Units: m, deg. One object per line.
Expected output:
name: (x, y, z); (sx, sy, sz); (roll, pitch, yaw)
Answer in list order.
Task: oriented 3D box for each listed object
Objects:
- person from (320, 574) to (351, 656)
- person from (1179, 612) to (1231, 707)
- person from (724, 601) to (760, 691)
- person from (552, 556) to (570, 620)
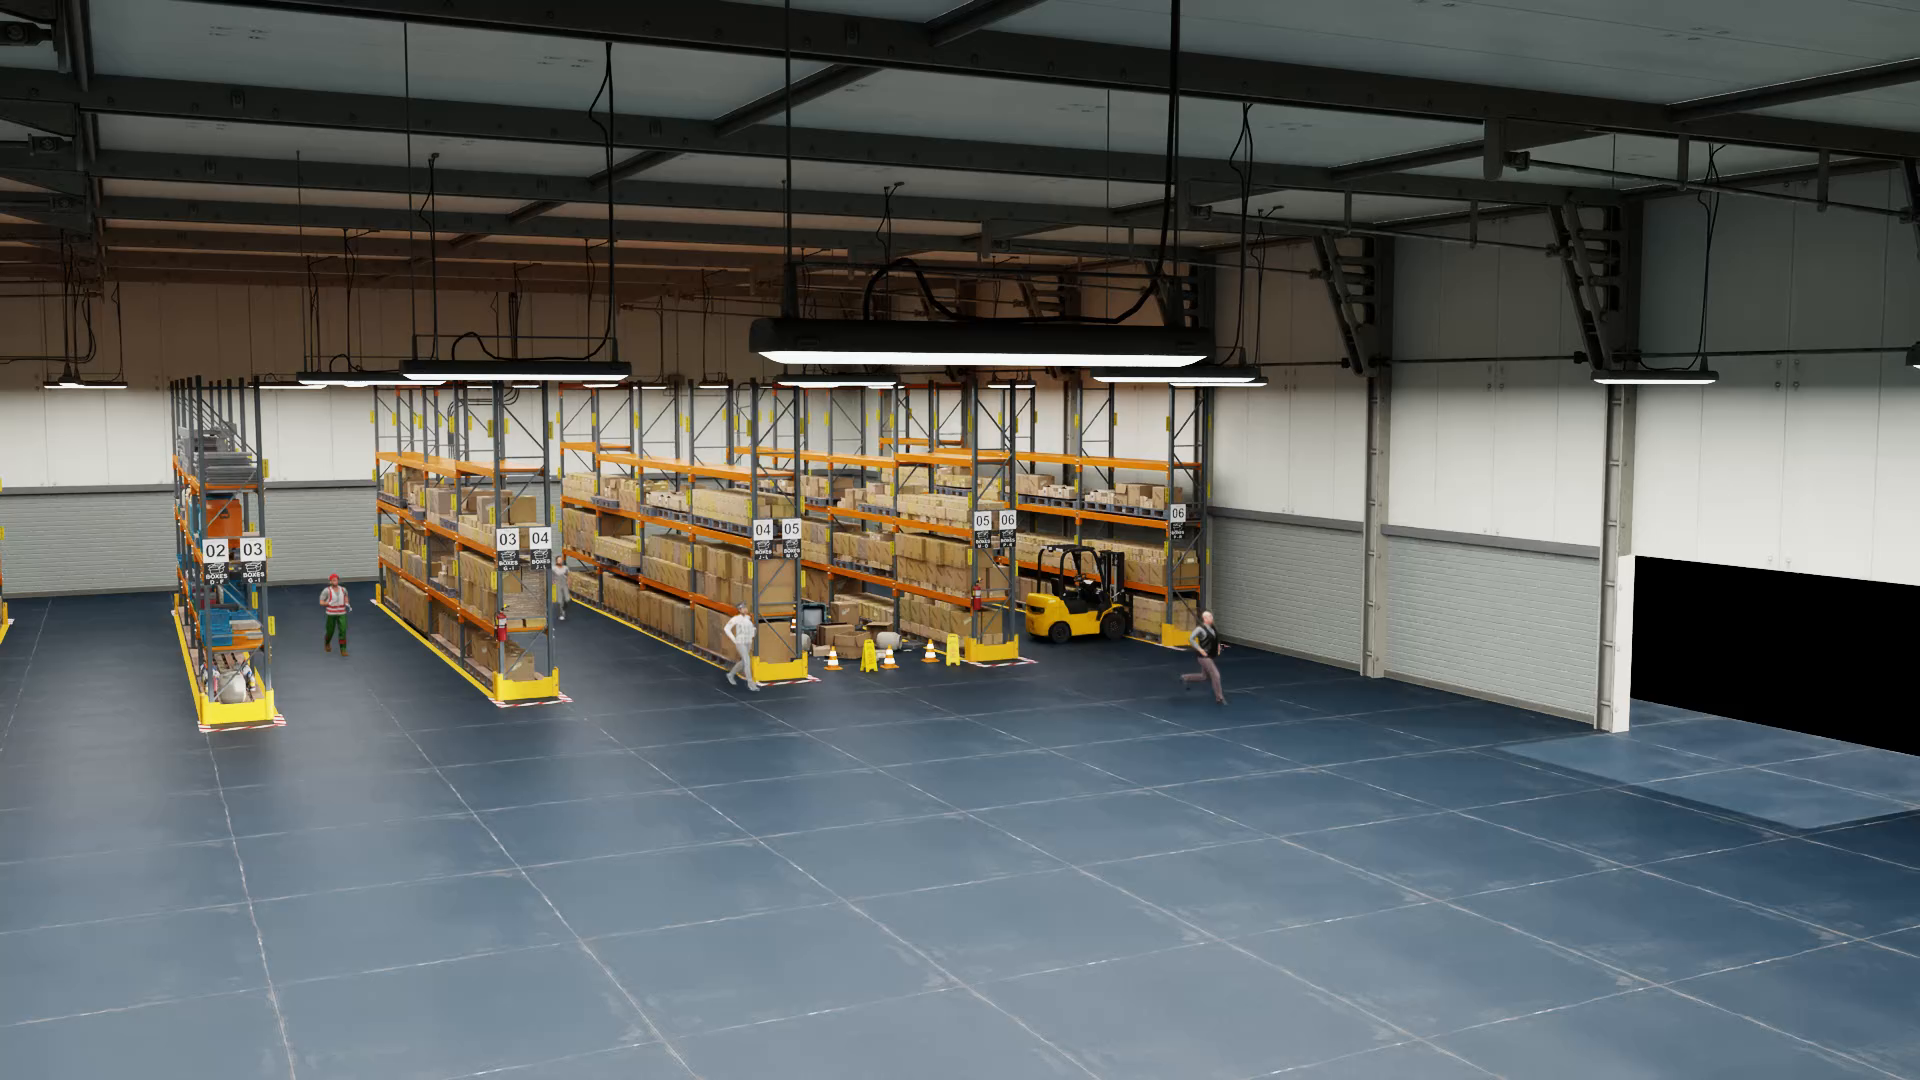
person: (-13.507, 1.612, 35.981); (0.668, 1.765, 0.998); (-4, 6, -37)
person: (4.521, 2.172, 30.622); (1.084, 1.718, 0.631); (3, 6, 31)
person: (-4.185, 2.033, 32.168); (0.849, 1.717, 0.638); (3, 6, 31)
person: (-9.985, 1.201, 41.640); (0.539, 1.626, 0.541); (-2, 6, -26)
